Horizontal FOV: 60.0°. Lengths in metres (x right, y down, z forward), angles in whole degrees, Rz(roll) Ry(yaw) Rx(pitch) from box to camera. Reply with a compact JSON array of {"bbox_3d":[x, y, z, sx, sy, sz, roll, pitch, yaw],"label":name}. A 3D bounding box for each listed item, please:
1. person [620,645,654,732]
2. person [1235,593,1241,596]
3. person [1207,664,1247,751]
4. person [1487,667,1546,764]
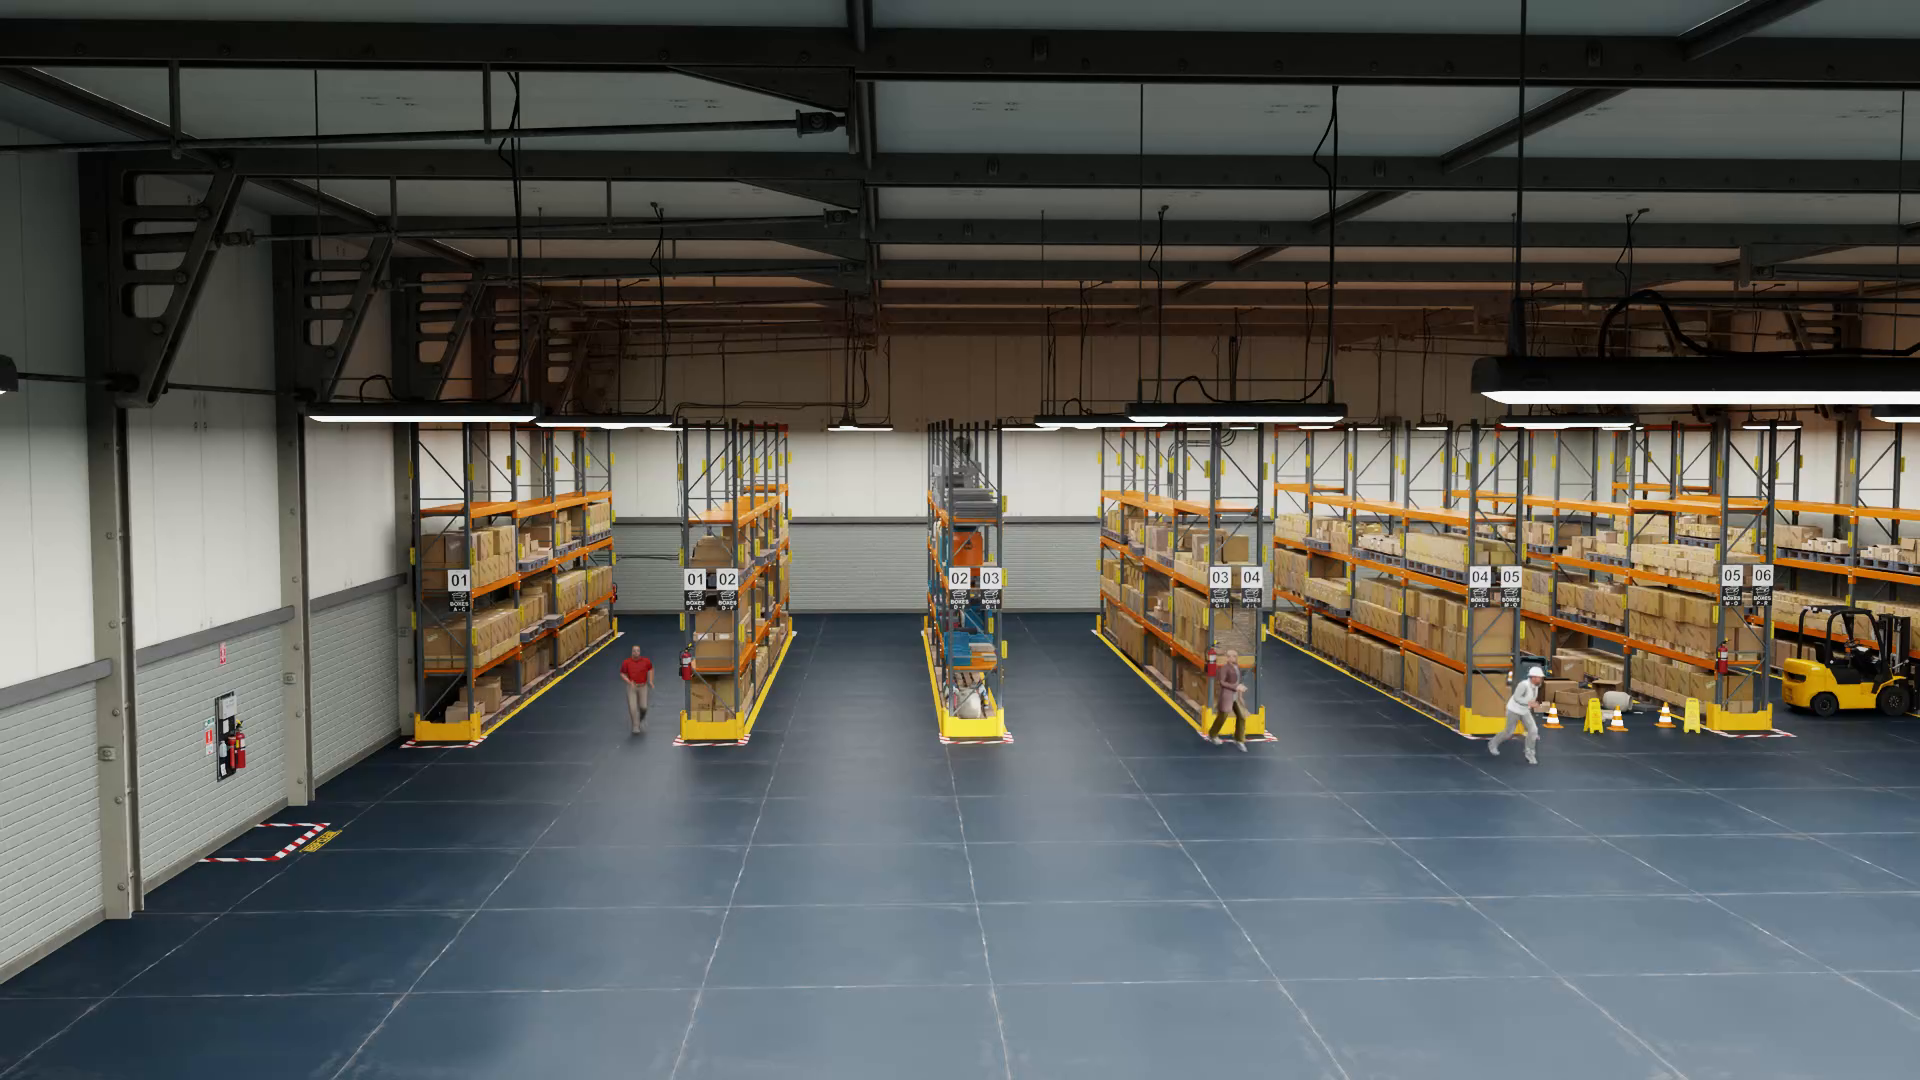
[{"bbox_3d":[-6.162,2.844,31.778,0.647,1.679,0.670,-1,4,-14],"label":"person"},{"bbox_3d":[8.050,1.895,48.032,0.756,1.510,0.674,2,4,27],"label":"person"},{"bbox_3d":[4.898,3.037,30.155,0.605,1.623,0.665,-3,5,-40],"label":"person"},{"bbox_3d":[9.768,3.041,29.116,0.569,1.733,1.042,-4,5,-44],"label":"person"}]
